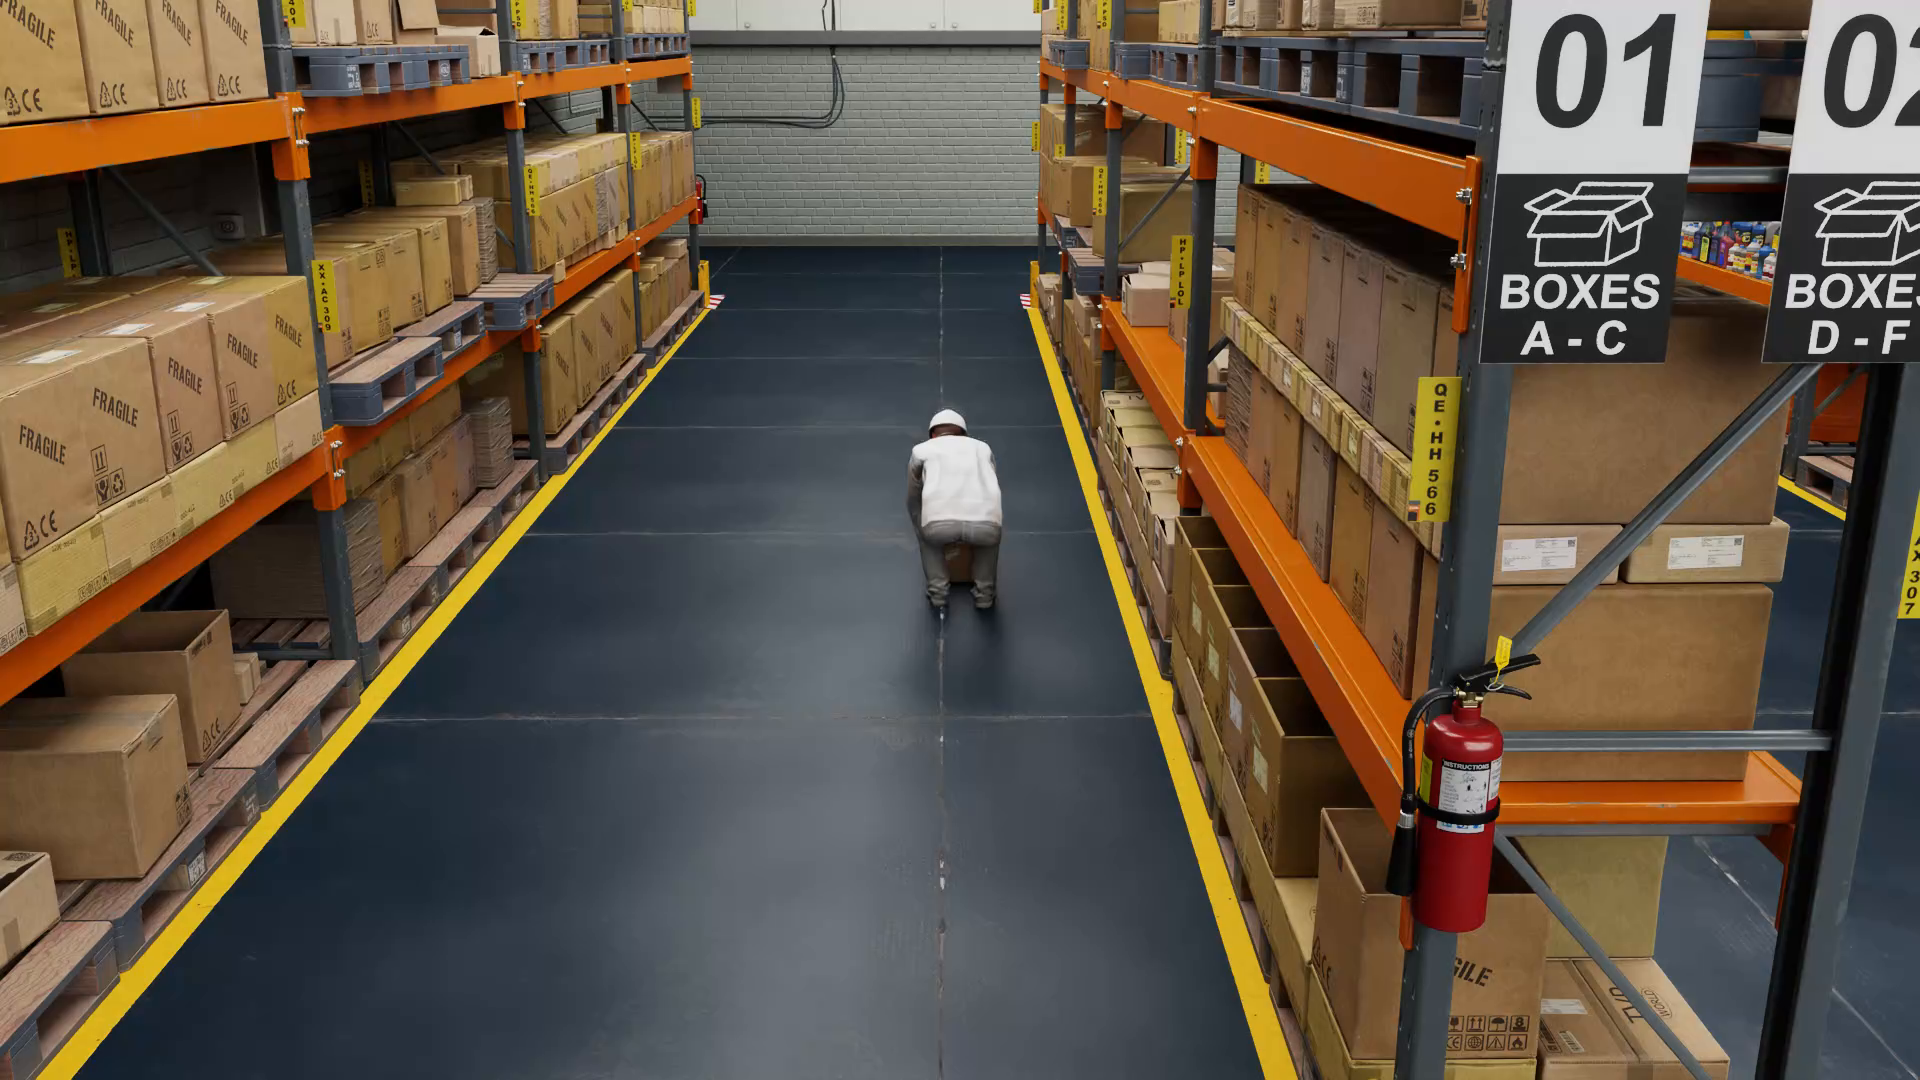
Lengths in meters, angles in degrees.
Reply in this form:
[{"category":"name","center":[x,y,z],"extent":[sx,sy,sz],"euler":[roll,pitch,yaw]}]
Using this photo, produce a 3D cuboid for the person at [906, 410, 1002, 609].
[{"category":"person","center":[-0.033,-0.168,9.377],"extent":[0.547,1.000,0.900],"euler":[0,17,-1]}]
